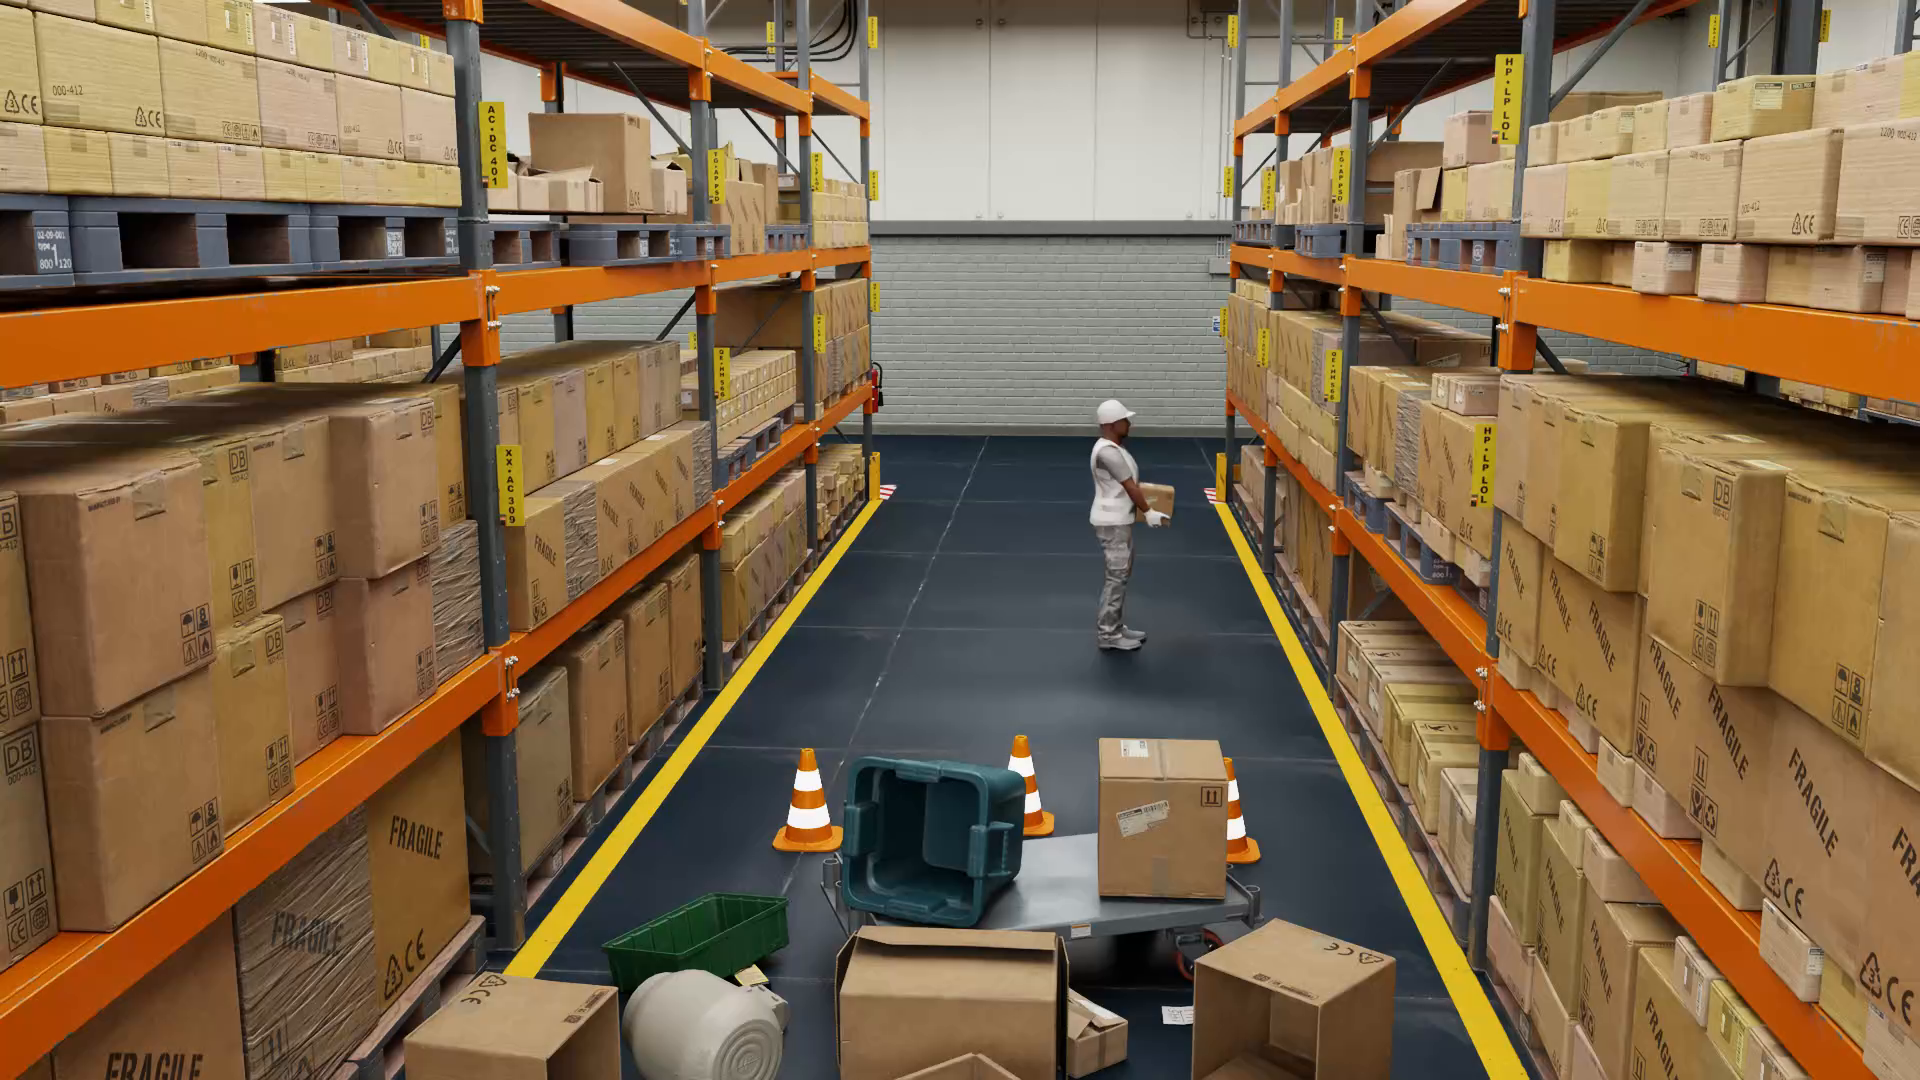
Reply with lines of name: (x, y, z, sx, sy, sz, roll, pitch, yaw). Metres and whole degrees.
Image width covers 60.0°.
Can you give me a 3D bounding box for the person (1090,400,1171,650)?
person: (1.225, -0.118, 12.002, 0.573, 1.781, 0.489, 1, 11, 4)
